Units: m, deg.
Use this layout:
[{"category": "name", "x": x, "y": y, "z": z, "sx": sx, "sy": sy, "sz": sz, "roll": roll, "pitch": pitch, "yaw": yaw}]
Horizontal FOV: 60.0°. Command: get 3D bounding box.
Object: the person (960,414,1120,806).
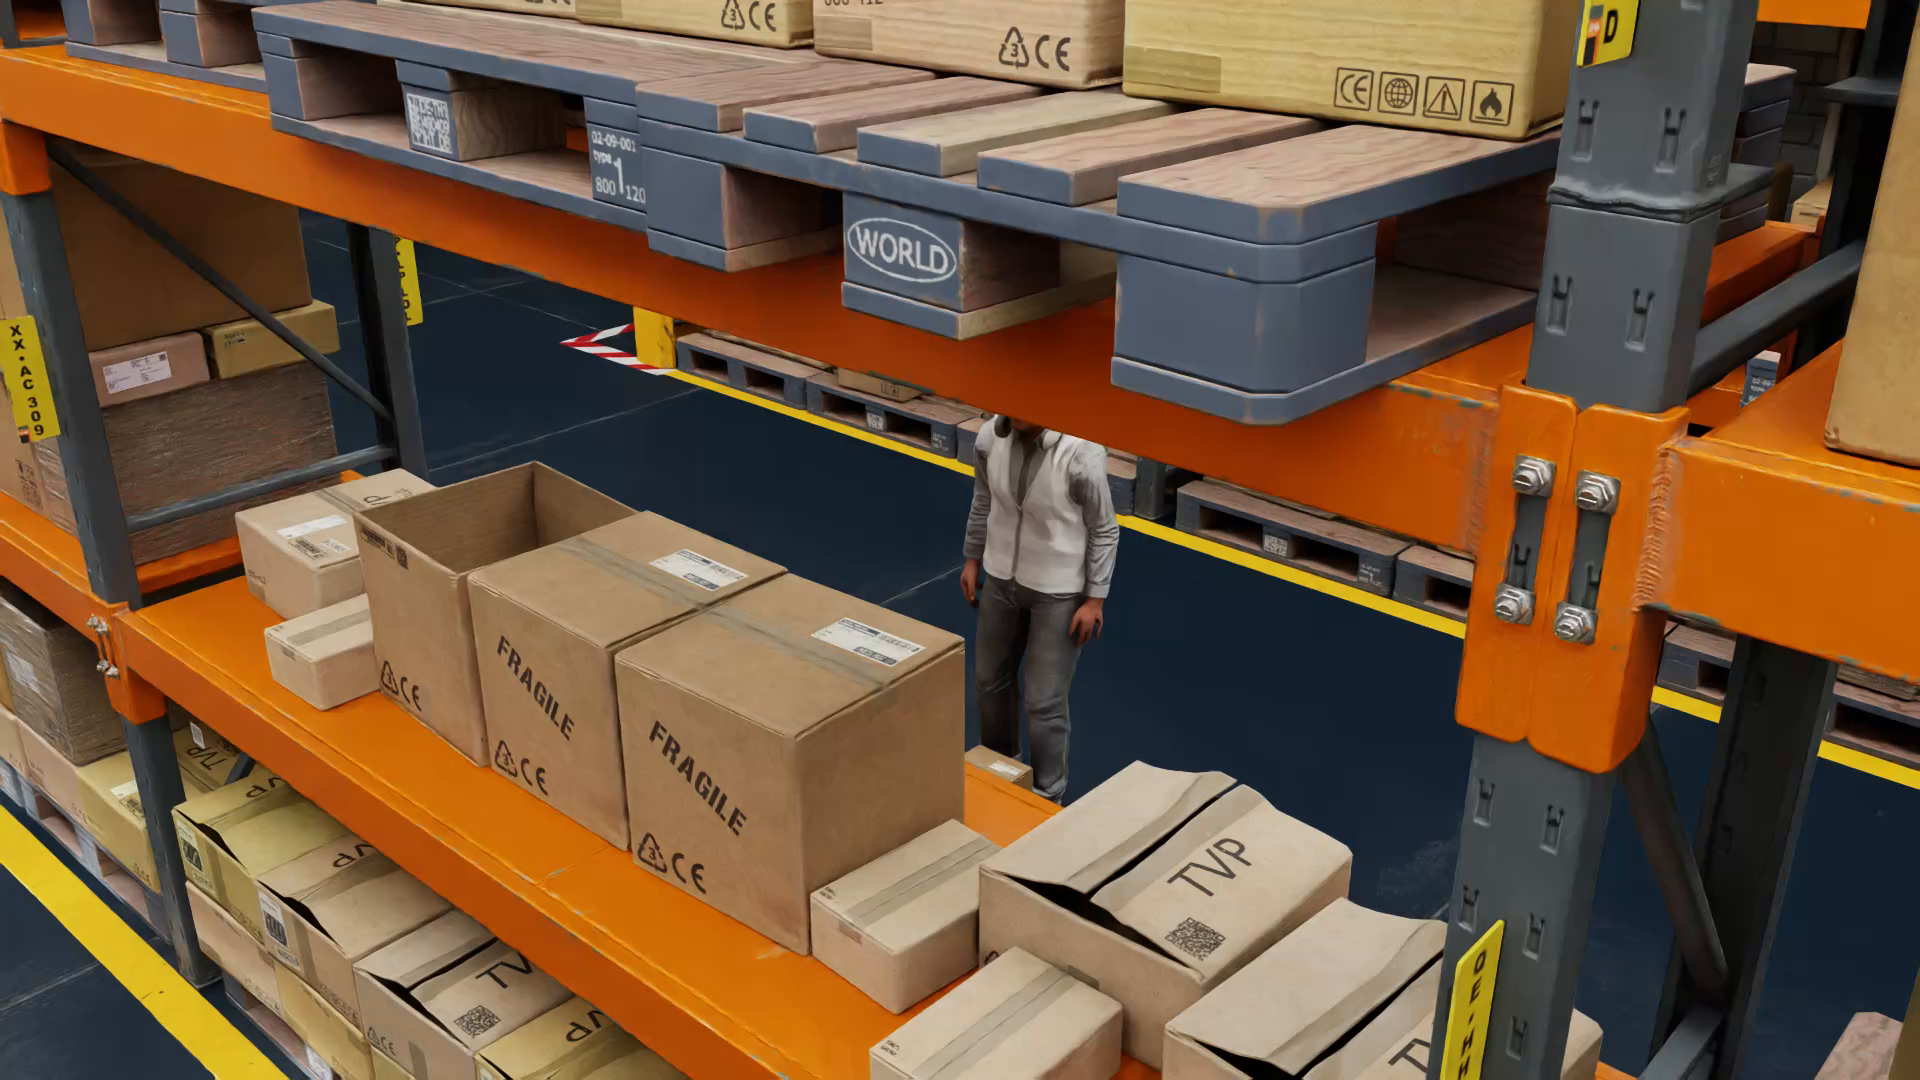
[{"category": "person", "x": 0.254, "y": 0.146, "z": 5.737, "sx": 0.592, "sy": 1.771, "sz": 0.475, "roll": 18, "pitch": 29, "yaw": 35}]
